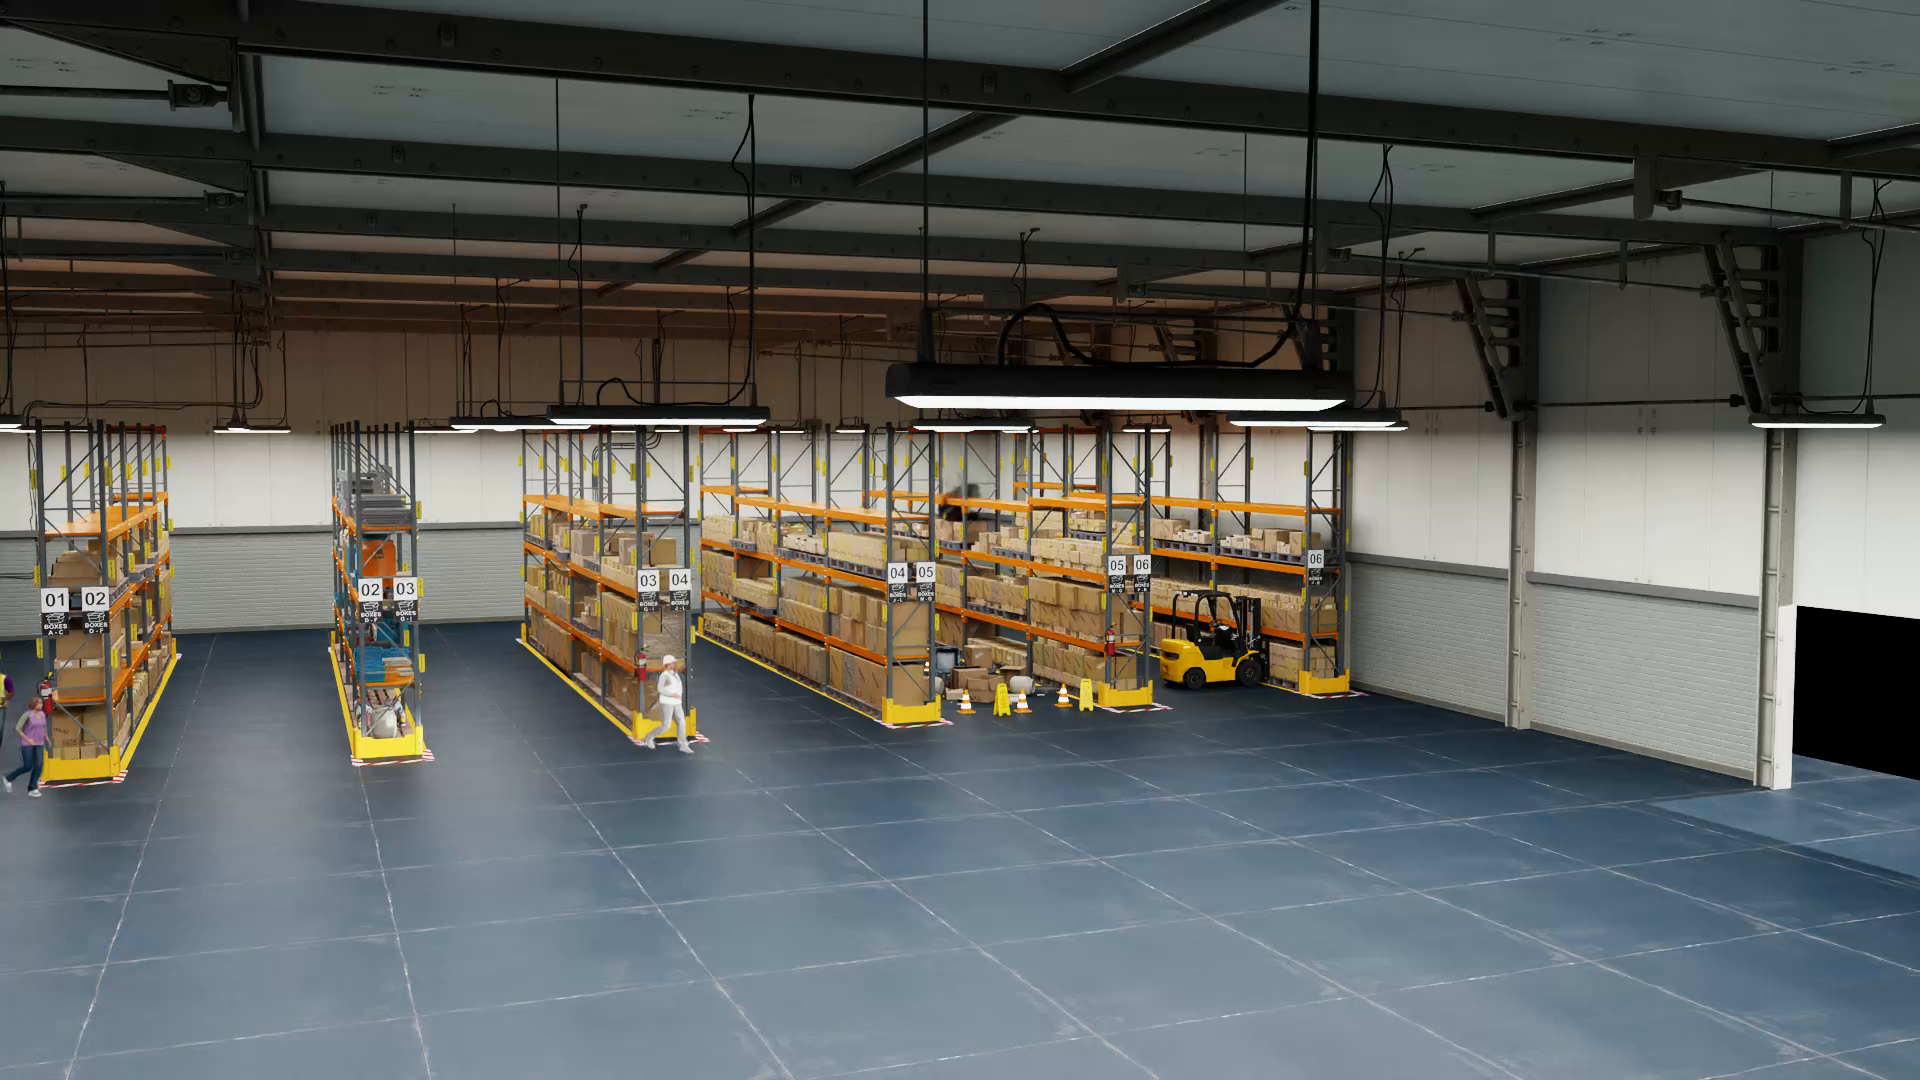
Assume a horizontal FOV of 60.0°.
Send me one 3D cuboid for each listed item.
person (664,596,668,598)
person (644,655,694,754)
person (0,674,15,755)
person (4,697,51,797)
[{"bbox_3d":[-8.811,1.892,48.336,0.863,1.605,0.782,-3,5,-41],"label":"person"},{"bbox_3d":[-5.220,2.959,30.028,0.981,1.766,0.697,1,4,20],"label":"person"},{"bbox_3d":[-17.253,3.001,29.678,0.695,1.720,0.583,-2,4,-31],"label":"person"},{"bbox_3d":[-14.819,3.280,26.568,0.703,1.552,0.600,1,4,18],"label":"person"}]
